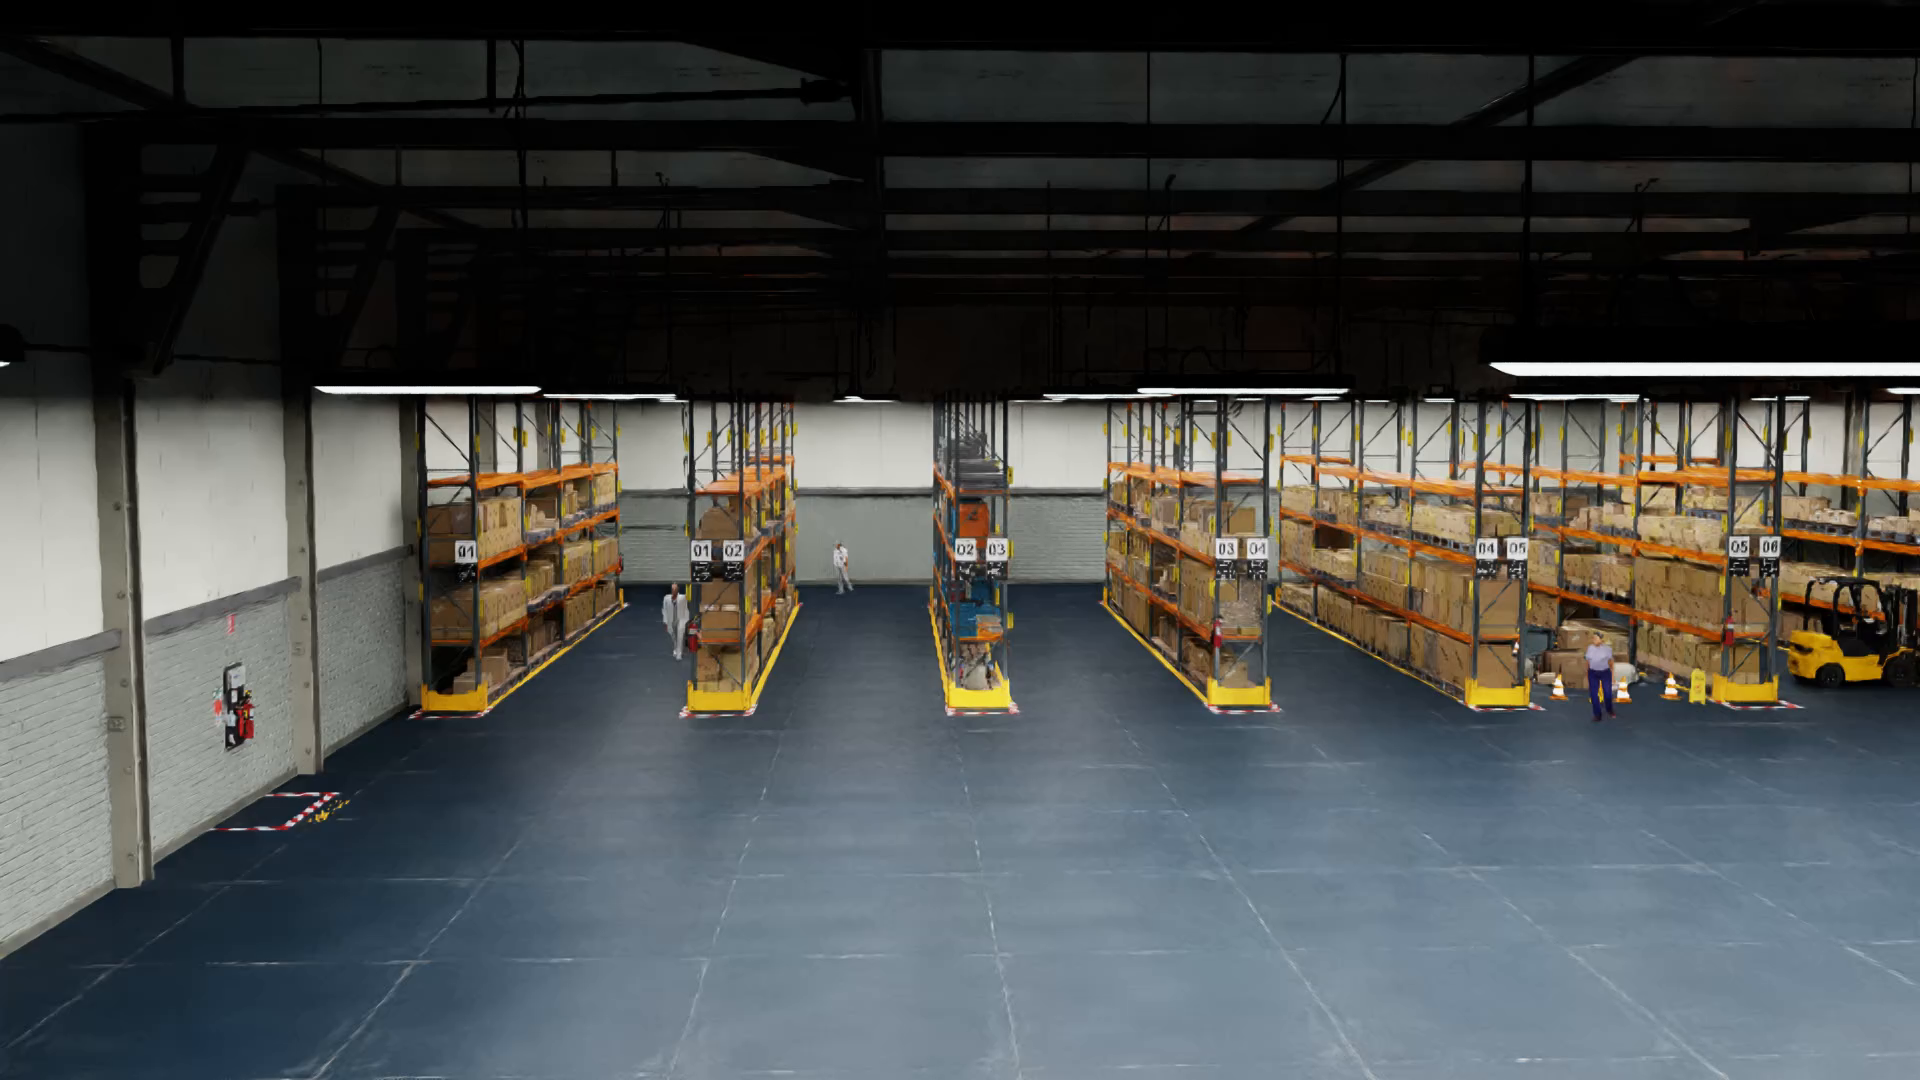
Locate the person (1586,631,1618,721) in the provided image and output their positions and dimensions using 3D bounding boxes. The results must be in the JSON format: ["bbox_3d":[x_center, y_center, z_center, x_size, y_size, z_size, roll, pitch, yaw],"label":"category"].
[{"bbox_3d":[11.627,2.455,30.125,0.550,1.637,0.539,3,6,35],"label":"person"}]

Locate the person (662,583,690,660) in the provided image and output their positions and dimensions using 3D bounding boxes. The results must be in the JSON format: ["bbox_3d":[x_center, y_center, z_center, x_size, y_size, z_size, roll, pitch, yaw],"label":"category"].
[{"bbox_3d":[-6.388,1.809,37.311,0.599,1.696,1.175,0,5,2],"label":"person"}]

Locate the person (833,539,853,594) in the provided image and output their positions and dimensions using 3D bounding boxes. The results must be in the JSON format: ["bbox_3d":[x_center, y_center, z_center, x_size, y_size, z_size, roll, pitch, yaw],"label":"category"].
[{"bbox_3d":[-3.551,0.794,50.419,0.553,1.650,0.589,3,6,34],"label":"person"}]
